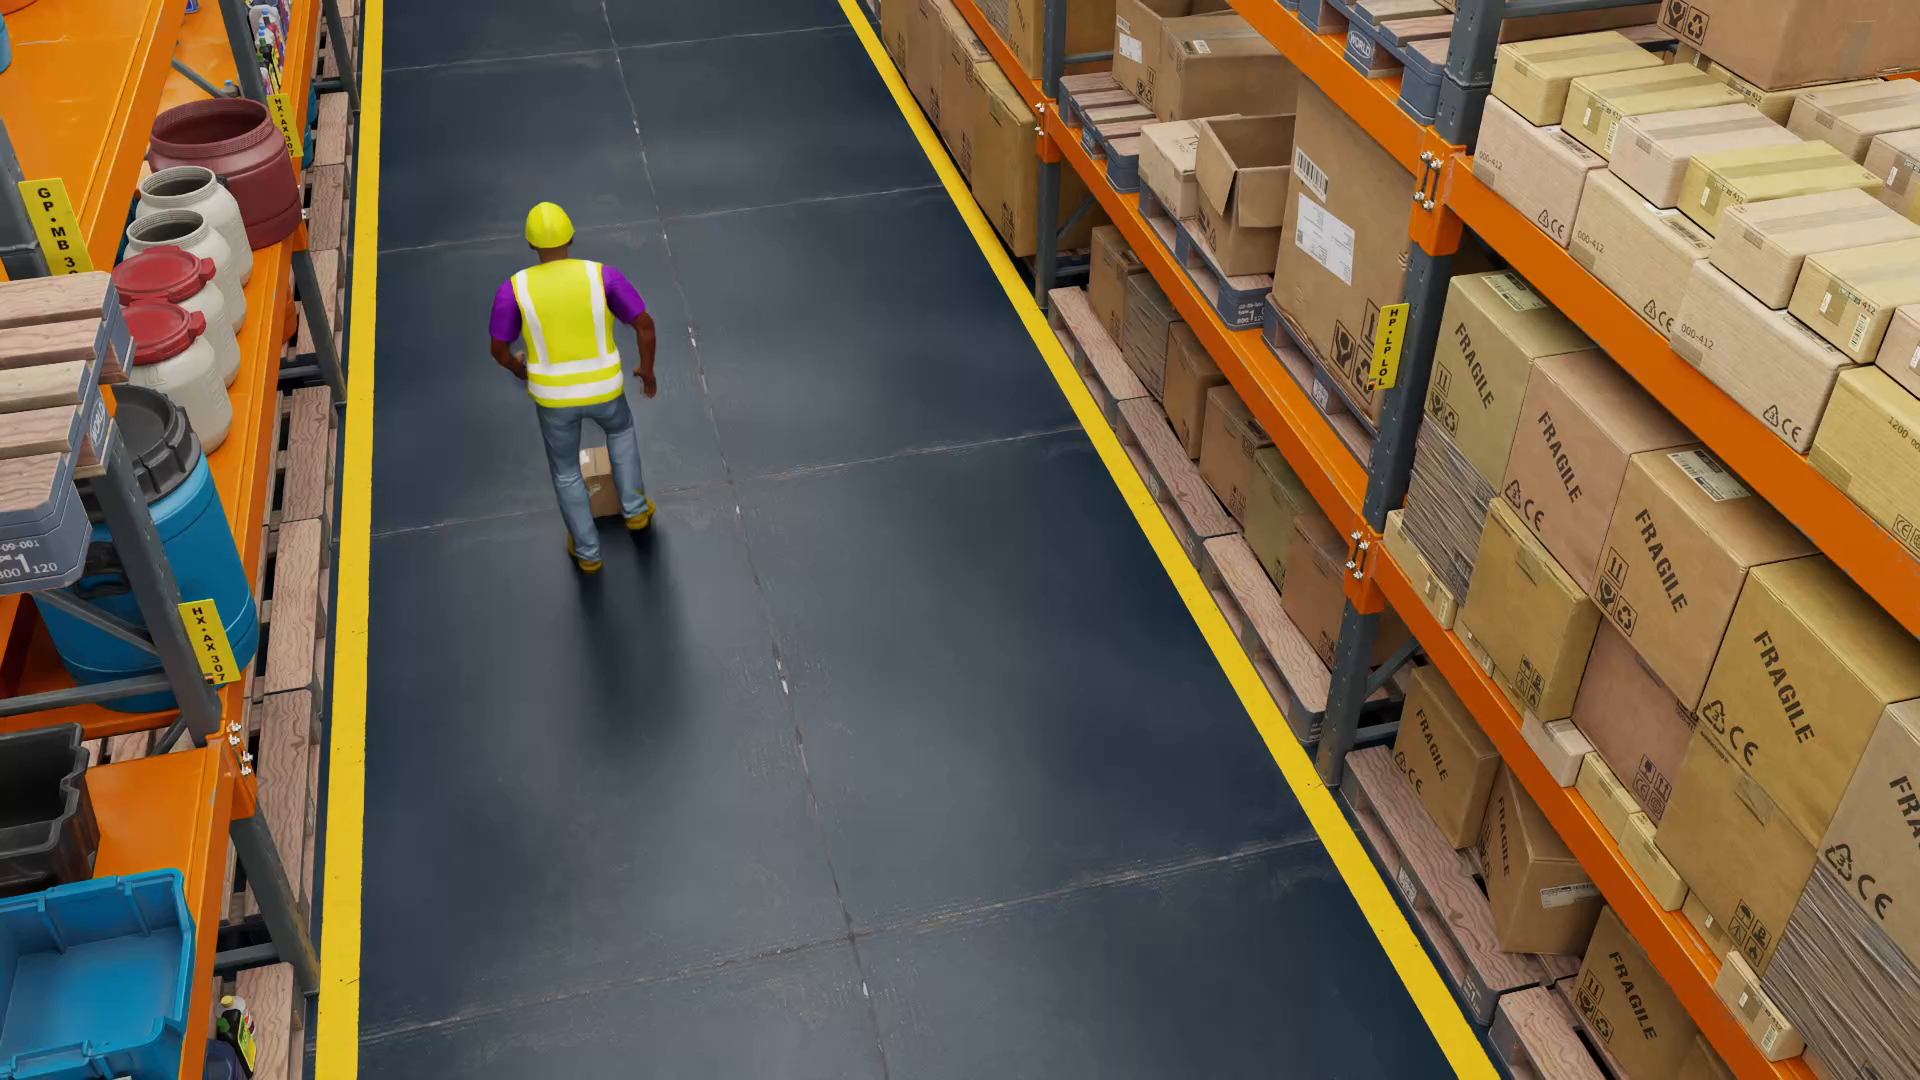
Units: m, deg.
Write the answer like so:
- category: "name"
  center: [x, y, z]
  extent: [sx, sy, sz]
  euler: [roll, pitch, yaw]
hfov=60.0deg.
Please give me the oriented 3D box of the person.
- category: "person"
  center: [-1.748, -0.706, 7.659]
  extent: [0.725, 1.691, 0.635]
  euler: [-12, 40, -15]
